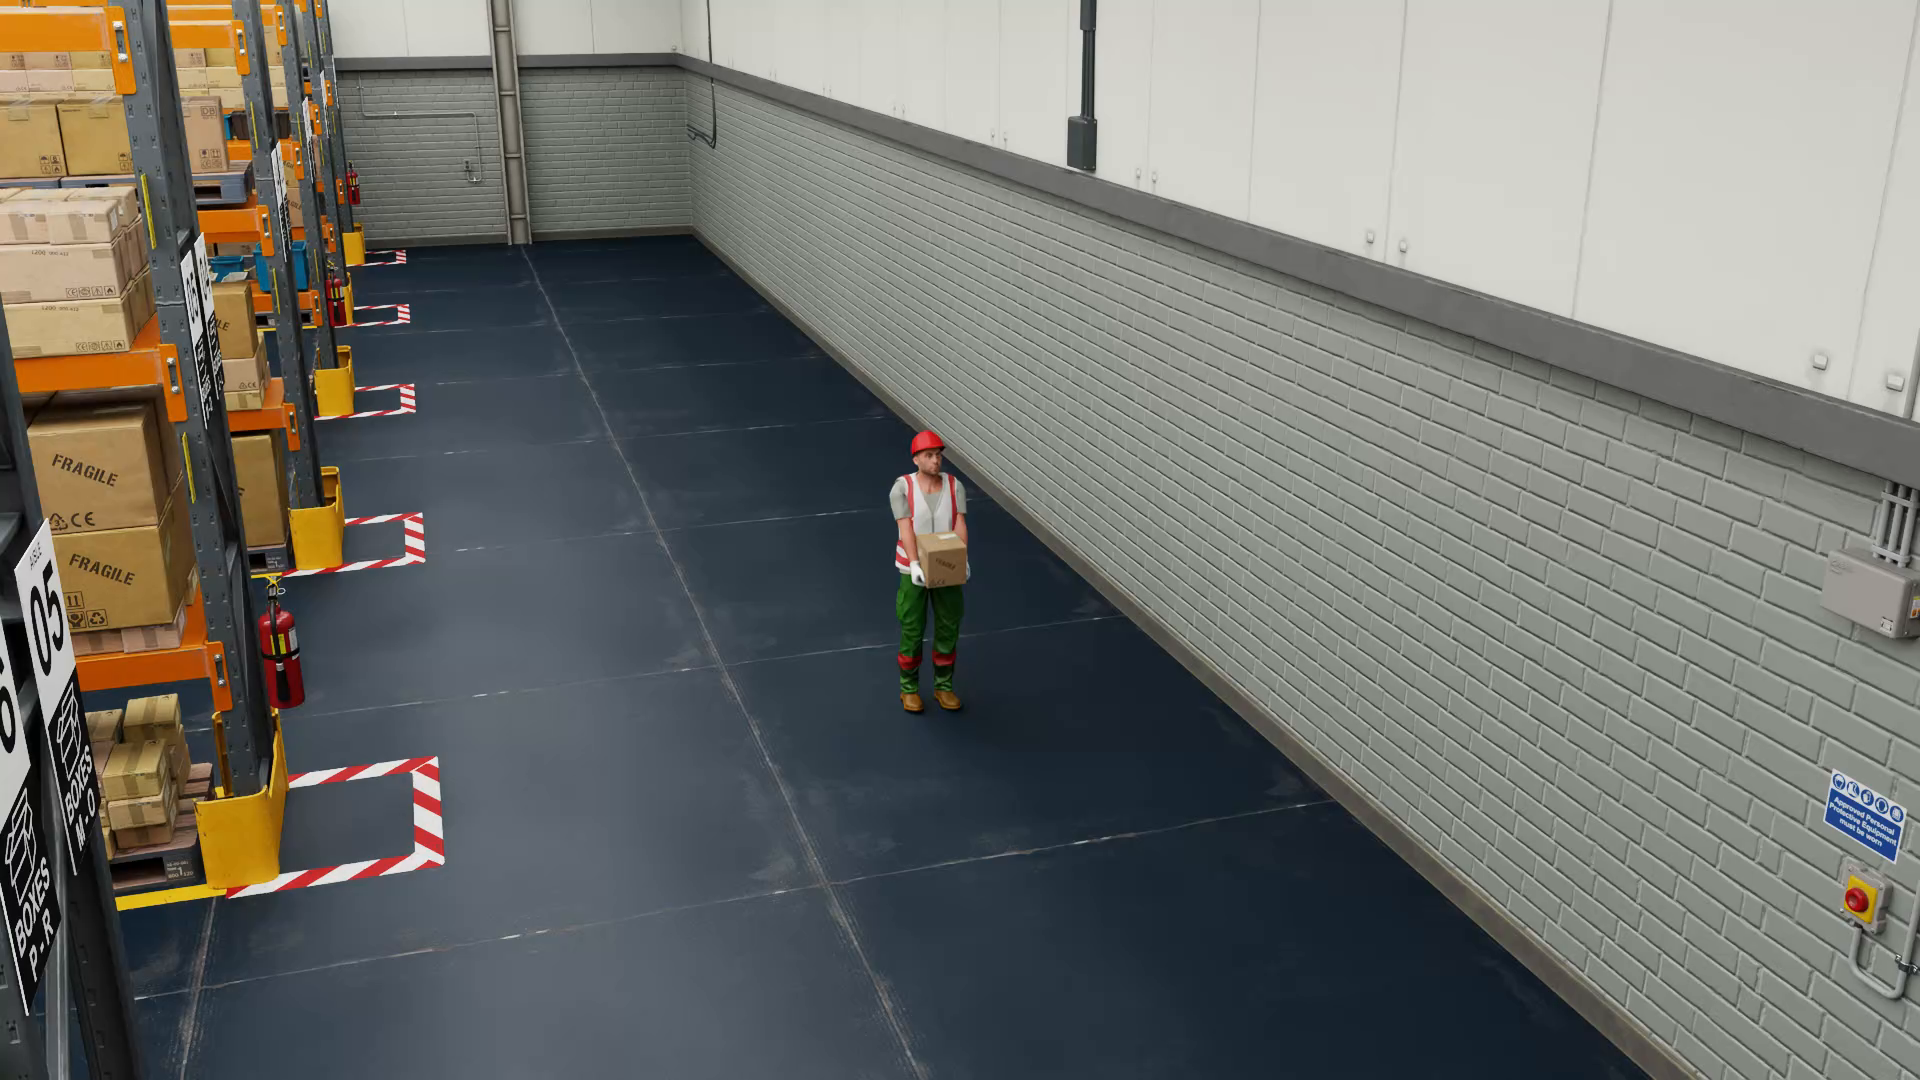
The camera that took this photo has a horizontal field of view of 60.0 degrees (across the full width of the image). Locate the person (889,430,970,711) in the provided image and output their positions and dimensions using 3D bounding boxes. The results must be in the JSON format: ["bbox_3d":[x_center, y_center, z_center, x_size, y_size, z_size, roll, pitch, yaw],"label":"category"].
[{"bbox_3d":[-0.159,0.221,10.397,0.494,1.783,0.563,-6,20,-17],"label":"person"}]
